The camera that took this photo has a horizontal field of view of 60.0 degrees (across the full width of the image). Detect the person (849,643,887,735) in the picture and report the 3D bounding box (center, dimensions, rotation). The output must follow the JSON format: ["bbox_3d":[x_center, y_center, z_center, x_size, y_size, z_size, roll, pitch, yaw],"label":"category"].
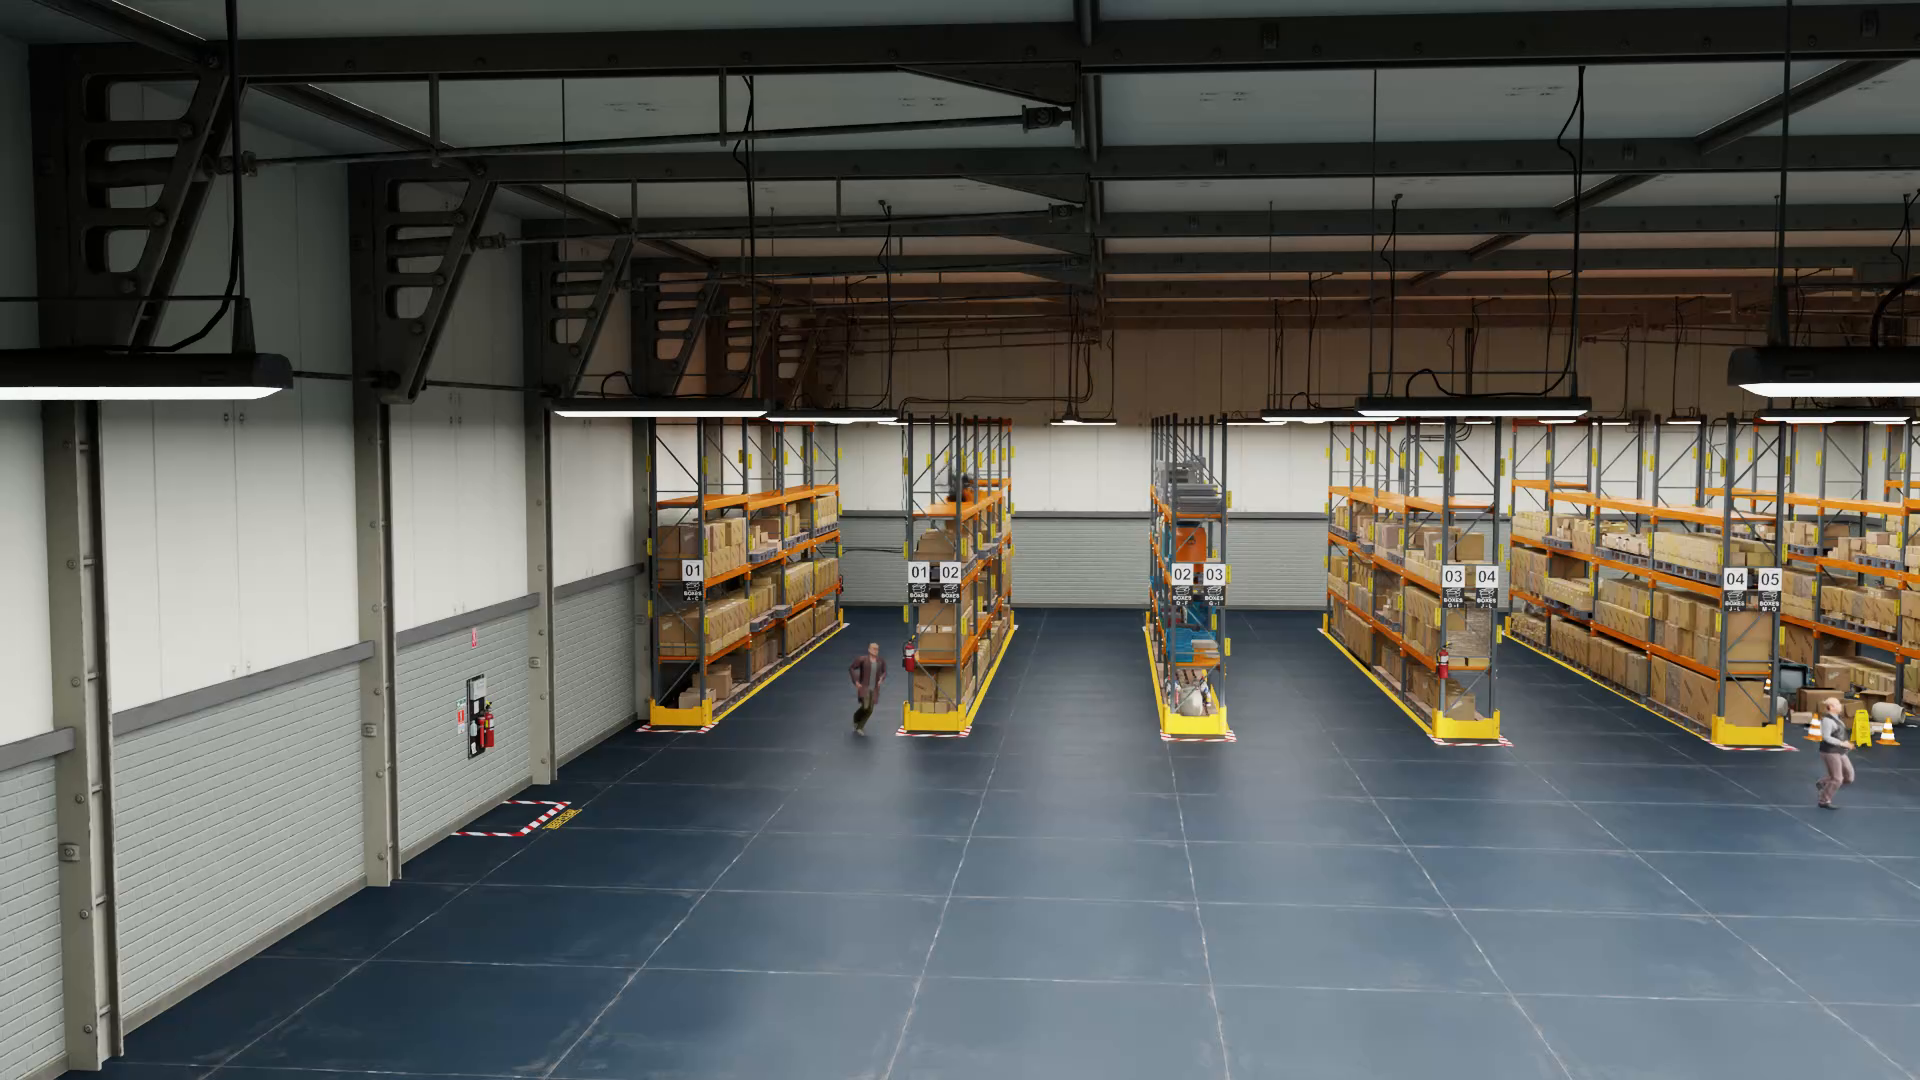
[{"bbox_3d":[-1.666,2.783,31.019,0.700,1.716,0.603,-2,4,-28],"label":"person"}]

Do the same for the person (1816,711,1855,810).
[{"bbox_3d":[13.131,3.303,24.978,0.531,1.484,0.655,4,5,43],"label":"person"}]

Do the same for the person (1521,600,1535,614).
[{"bbox_3d":[16.207,1.688,47.049,0.794,1.758,0.678,0,4,-4],"label":"person"}]

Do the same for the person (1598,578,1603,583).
[{"bbox_3d":[17.225,1.819,44.872,0.578,1.611,0.775,-1,4,-8],"label":"person"}]
